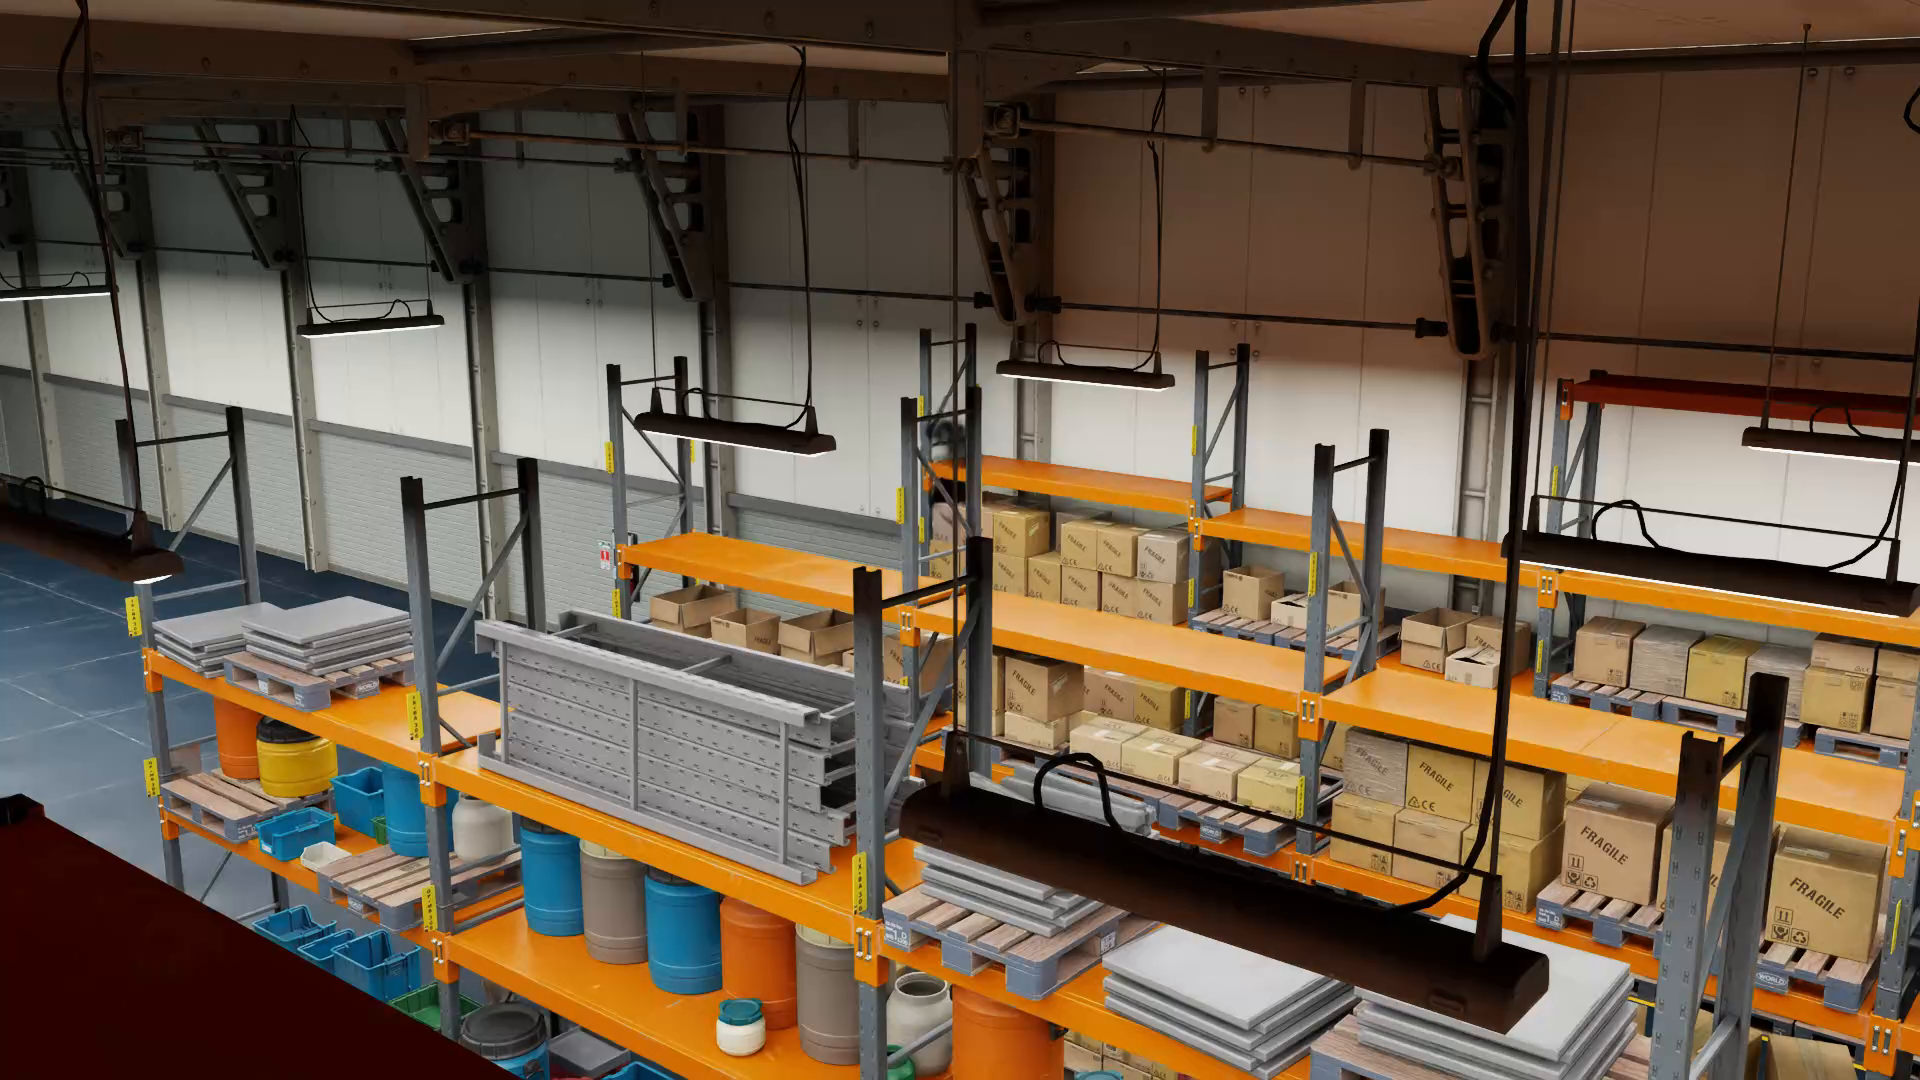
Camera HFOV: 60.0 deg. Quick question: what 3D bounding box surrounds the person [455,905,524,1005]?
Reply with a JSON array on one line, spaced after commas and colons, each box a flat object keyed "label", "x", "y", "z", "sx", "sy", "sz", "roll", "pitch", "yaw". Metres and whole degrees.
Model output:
[{"label": "person", "x": -4.202, "y": 3.902, "z": 15.195, "sx": 0.882, "sy": 1.777, "sz": 0.573, "roll": 5, "pitch": 14, "yaw": 21}]
